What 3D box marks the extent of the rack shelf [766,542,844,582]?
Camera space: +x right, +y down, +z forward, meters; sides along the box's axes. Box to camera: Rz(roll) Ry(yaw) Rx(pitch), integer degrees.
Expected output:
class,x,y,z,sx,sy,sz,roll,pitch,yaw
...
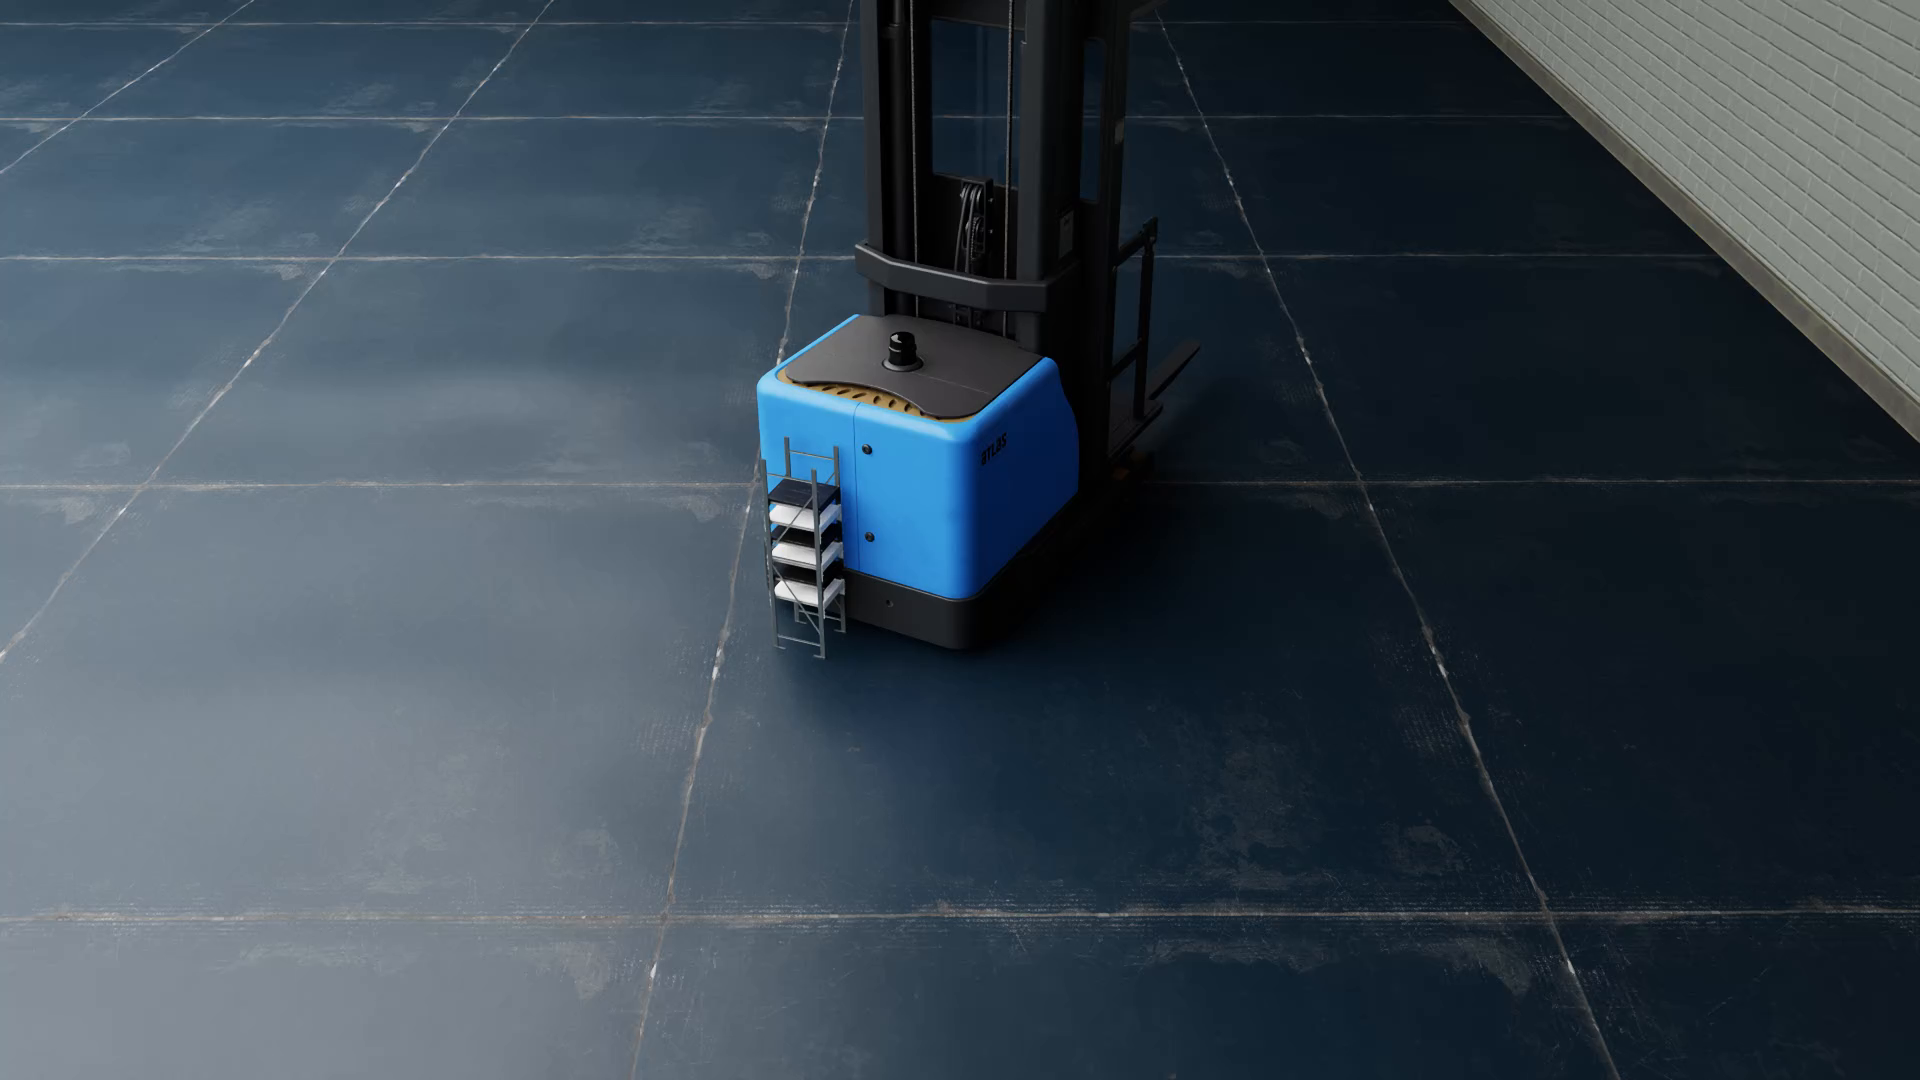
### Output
class,x,y,z,sx,sy,sz,roll,pitch,yaw
rack shelf,-0.635,0.067,6.837,0.258,0.077,0.200,11,33,18

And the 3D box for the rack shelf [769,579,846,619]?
class,x,y,z,sx,sy,sz,roll,pitch,yaw
rack shelf,-0.635,0.221,6.930,0.258,0.077,0.200,11,33,18

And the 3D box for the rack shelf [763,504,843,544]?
class,x,y,z,sx,sy,sz,roll,pitch,yaw
rack shelf,-0.635,-0.087,6.743,0.258,0.077,0.200,11,33,18

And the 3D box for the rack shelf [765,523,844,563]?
class,x,y,z,sx,sy,sz,roll,pitch,yaw
rack shelf,-0.635,-0.010,6.790,0.258,0.077,0.200,11,33,18

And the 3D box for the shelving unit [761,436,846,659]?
class,x,y,z,sx,sy,sz,roll,pitch,yaw
shelving unit,-0.635,0.038,6.819,0.258,0.900,0.210,11,33,18

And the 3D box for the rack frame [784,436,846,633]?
class,x,y,z,sx,sy,sz,roll,pitch,yaw
rack frame,-0.598,-0.011,6.900,0.240,0.900,0.006,11,33,18

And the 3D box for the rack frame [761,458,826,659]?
class,x,y,z,sx,sy,sz,roll,pitch,yaw
rack frame,-0.672,0.087,6.738,0.240,0.900,0.006,11,33,18

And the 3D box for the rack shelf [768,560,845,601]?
class,x,y,z,sx,sy,sz,roll,pitch,yaw
rack shelf,-0.635,0.144,6.883,0.258,0.077,0.200,11,33,18

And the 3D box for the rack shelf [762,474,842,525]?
class,x,y,z,sx,sy,sz,roll,pitch,yaw
rack shelf,-0.635,-0.164,6.697,0.258,0.077,0.200,11,33,18

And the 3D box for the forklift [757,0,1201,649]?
class,x,y,z,sx,sy,sz,roll,pitch,yaw
forklift,0.300,-1.539,7.461,1.130,2.935,3.031,16,35,24
